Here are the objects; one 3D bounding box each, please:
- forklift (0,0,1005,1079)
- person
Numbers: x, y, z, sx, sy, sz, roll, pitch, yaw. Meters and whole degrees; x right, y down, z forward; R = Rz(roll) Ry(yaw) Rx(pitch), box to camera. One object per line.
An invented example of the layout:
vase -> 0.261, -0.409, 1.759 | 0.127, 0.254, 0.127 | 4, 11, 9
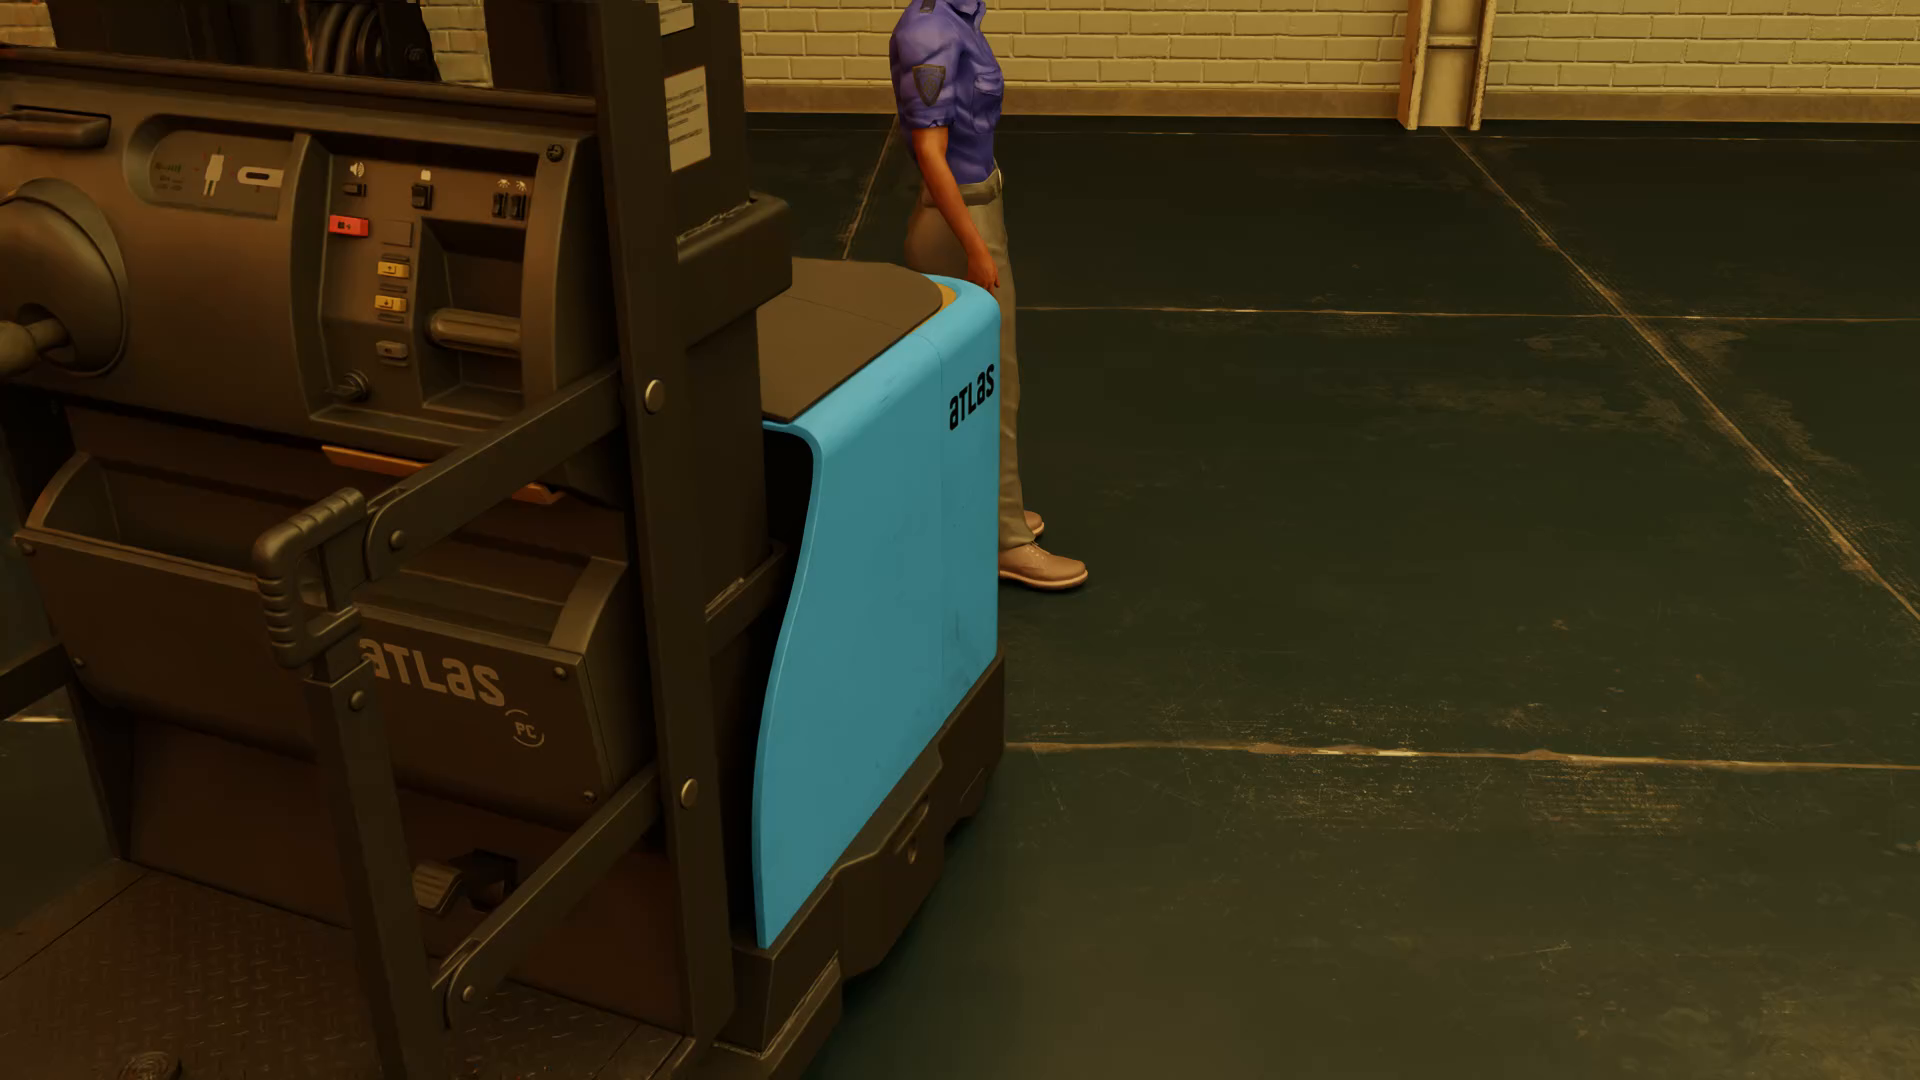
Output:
forklift -> -0.941, -0.309, 1.834 | 1.130, 2.935, 3.031 | 10, 28, 20
person -> 0.087, -0.738, 4.131 | 0.503, 1.656, 0.569 | 1, 26, 2
